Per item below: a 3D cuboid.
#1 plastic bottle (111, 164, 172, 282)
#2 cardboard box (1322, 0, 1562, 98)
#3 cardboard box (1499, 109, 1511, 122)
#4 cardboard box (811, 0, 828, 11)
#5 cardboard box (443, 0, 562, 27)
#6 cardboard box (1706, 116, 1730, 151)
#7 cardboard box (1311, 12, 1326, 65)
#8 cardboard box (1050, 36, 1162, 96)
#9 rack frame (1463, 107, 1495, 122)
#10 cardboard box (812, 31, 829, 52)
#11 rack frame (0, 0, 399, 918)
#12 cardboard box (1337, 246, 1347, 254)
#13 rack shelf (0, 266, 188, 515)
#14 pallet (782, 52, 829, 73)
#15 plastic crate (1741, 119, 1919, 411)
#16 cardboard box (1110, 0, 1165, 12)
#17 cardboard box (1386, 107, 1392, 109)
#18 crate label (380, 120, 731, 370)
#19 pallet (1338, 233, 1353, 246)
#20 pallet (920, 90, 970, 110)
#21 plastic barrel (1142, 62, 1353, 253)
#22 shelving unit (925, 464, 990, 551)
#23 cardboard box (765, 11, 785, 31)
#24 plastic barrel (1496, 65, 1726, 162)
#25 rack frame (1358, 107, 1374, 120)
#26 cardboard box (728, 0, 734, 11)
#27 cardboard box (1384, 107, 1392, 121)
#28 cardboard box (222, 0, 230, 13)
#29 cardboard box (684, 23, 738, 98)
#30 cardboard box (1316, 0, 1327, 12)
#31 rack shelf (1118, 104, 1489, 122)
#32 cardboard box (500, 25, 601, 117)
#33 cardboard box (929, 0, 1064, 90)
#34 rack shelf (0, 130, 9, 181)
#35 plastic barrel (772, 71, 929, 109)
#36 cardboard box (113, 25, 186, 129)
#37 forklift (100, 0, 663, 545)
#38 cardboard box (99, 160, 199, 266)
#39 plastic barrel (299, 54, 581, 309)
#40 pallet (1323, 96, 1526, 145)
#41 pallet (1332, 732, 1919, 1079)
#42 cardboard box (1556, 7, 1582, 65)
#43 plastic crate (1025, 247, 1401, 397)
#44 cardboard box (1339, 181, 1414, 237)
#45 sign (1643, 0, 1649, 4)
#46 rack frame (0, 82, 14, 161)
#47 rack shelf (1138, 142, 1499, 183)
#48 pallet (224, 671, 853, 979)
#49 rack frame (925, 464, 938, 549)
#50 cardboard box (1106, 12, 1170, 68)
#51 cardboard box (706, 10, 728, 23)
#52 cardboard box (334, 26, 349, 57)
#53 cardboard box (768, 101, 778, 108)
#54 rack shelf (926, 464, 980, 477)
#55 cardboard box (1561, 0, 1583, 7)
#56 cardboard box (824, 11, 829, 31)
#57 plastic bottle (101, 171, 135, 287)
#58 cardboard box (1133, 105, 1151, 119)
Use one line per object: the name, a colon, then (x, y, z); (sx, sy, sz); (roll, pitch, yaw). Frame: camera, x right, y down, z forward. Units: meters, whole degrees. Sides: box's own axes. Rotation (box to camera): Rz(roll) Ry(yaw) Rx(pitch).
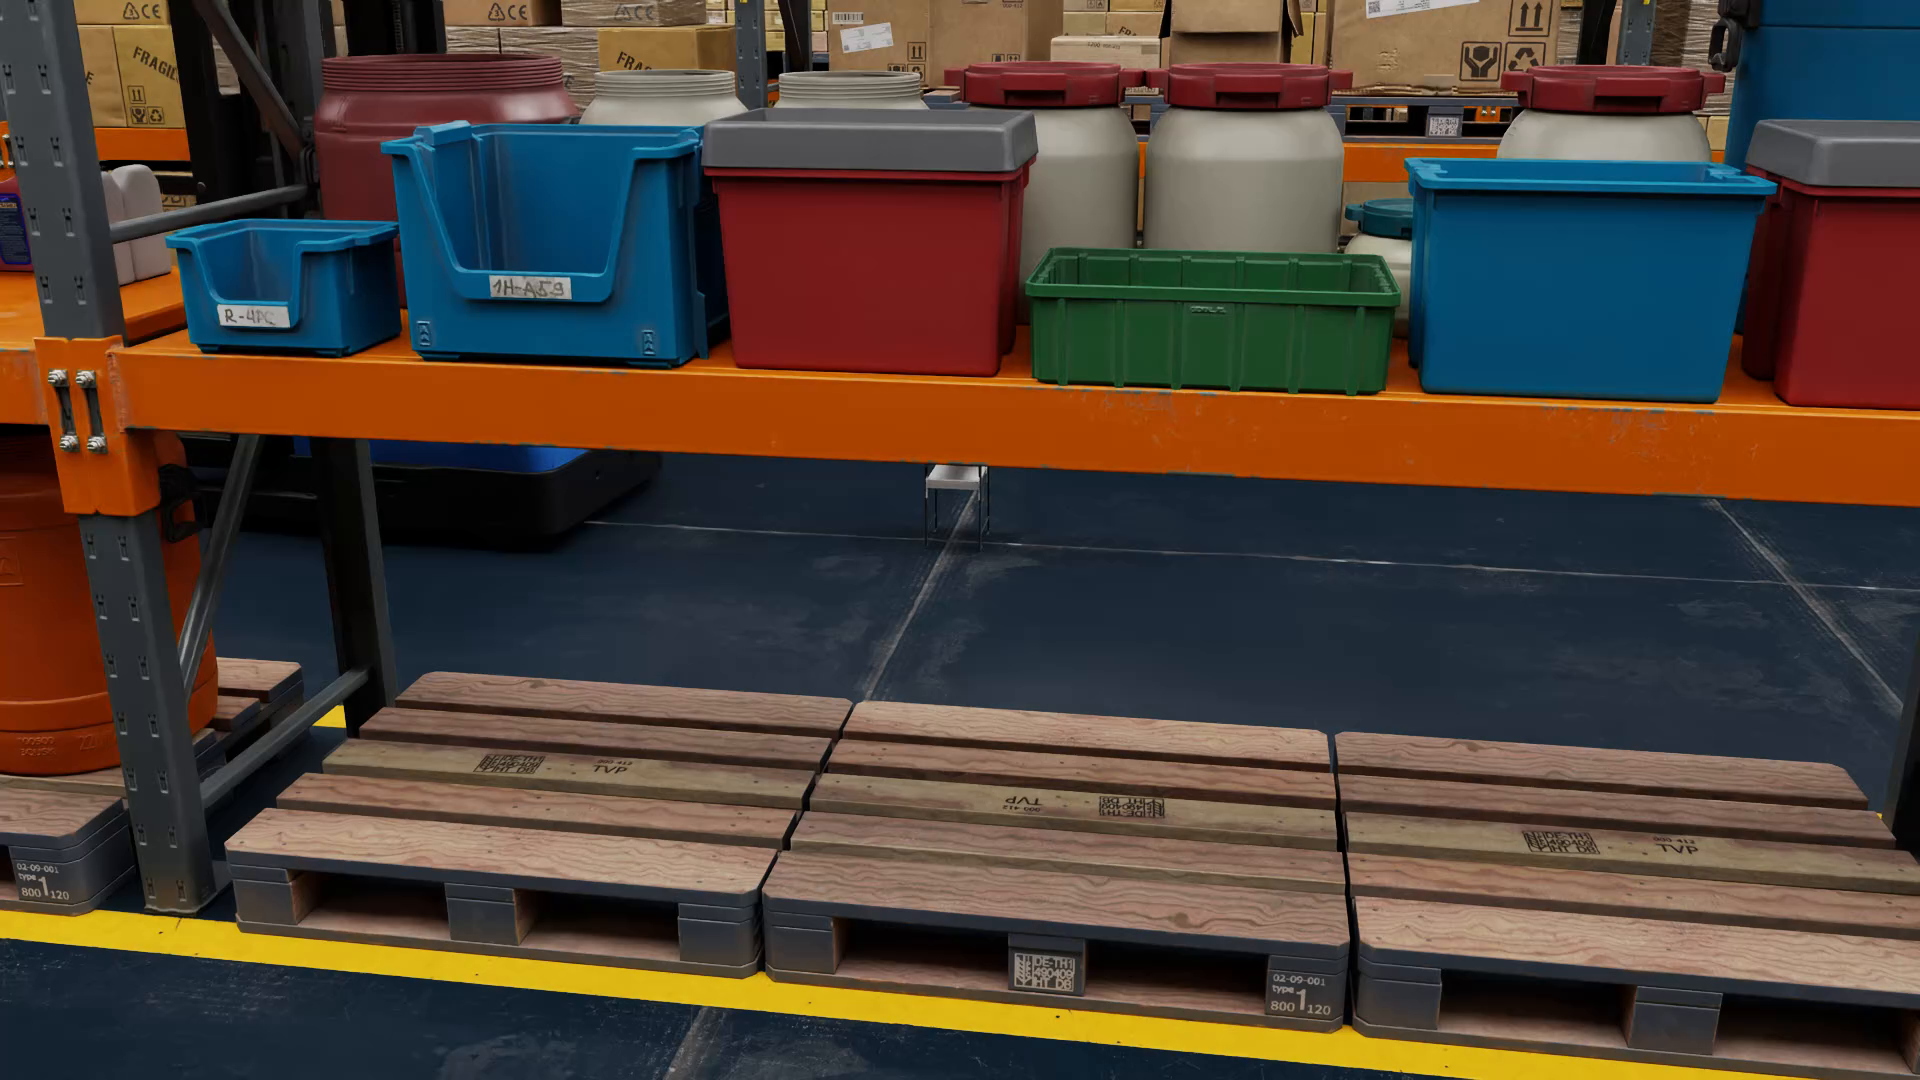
plastic bottle: (-2.083, -0.793, 4.141); (0.135, 0.276, 0.152); (3, 19, 9)
cardboard box: (2.266, -2.647, 7.879); (1.000, 1.000, 1.000); (3, 19, 9)
cardboard box: (4.525, -2.766, 12.529); (0.875, 0.875, 0.875); (3, 19, 9)
cardboard box: (-1.098, -4.099, 12.623); (0.250, 0.149, 0.380); (4, 19, 10)
cardboard box: (-2.284, -2.879, 8.442); (0.637, 0.503, 0.797); (3, 19, 10)
cardboard box: (3.437, -1.838, 7.466); (0.250, 0.149, 0.380); (3, 19, 9)
cardboard box: (2.858, -3.643, 12.307); (0.500, 0.500, 0.500); (3, 19, 8)
cardboard box: (0.697, -2.252, 7.881); (0.500, 0.250, 0.500); (2, 19, 7)
rack frame: (3.915, -3.628, 12.419); (0.127, 3.000, 1.000); (3, 19, 9)
cardboard box: (-1.094, -3.816, 12.715); (0.250, 0.149, 0.380); (3, 19, 10)
rack frame: (-1.707, -0.729, 3.754); (0.127, 3.000, 1.000); (3, 19, 9)
cardboard box: (1.957, -1.170, 8.318); (0.500, 0.500, 0.700); (3, 19, 8)
rack shelf: (-3.682, -0.488, 4.169); (4.000, 0.370, 1.077); (3, 19, 9)
pallet: (-0.755, -3.741, 13.058); (1.003, 0.211, 1.213); (3, 19, 9)
plastic crate: (1.716, -0.486, 2.928); (0.583, 0.464, 0.402); (3, 19, 9)
cardboard box: (1.413, -4.275, 12.619); (0.500, 0.500, 0.700); (3, 19, 8)
cardboard box: (5.812, -5.750, 21.645); (0.500, 0.250, 0.500); (3, 19, 8)
crate label: (-0.769, -0.611, 3.346); (0.616, 0.435, 0.502); (3, 19, 9)
pallet: (3.141, -2.321, 12.907); (1.213, 0.211, 1.003); (3, 19, 9)
pallet: (-0.201, -2.187, 8.414); (1.003, 0.211, 1.213); (3, 19, 9)
plastic barrel: (0.608, -0.746, 3.590); (0.433, 0.535, 0.433); (0, 18, 0)
shelving unit: (-0.008, -0.427, 6.162); (0.210, 0.900, 0.258); (3, 19, 9)
cardboard box: (-1.366, -3.971, 12.708); (0.250, 0.149, 0.380); (3, 19, 9)
plastic barrel: (1.333, -0.709, 3.480); (0.433, 0.535, 0.433); (0, 18, 0)
rack frame: (5.384, -6.739, 21.717); (0.127, 3.000, 1.000); (3, 19, 9)
cardboard box: (-1.599, -4.125, 12.701); (0.250, 0.149, 0.380); (3, 19, 9)
cardboard box: (5.809, -5.506, 21.704); (0.500, 0.250, 0.500); (3, 19, 9)
cardboard box: (-3.563, -2.937, 8.616); (0.637, 0.503, 0.797); (3, 19, 9)
cardboard box: (-1.358, -2.438, 8.703); (0.500, 0.500, 0.500); (3, 19, 10)
cardboard box: (2.915, -4.198, 12.389); (0.500, 0.500, 0.700); (3, 19, 8)
rack shelf: (1.940, -3.387, 12.834); (4.000, 0.370, 1.077); (3, 19, 9)
cardboard box: (-1.939, -2.302, 8.298); (0.500, 0.500, 0.500); (3, 19, 8)
cardboard box: (0.185, -2.516, 8.275); (0.500, 0.500, 0.700); (6, 19, 17)
rack shelf: (-6.845, -2.241, 9.408); (4.000, 0.370, 1.077); (3, 19, 9)
plastic barrel: (-0.241, -0.776, 3.718); (0.421, 0.512, 0.421); (0, 18, 0)
cardboard box: (-3.960, -2.403, 8.599); (0.500, 0.500, 0.500); (3, 19, 9)
forklift: (-2.822, -1.609, 6.493); (3.031, 2.935, 1.130); (5, 19, 14)
cardboard box: (-4.236, -1.647, 9.186); (0.875, 0.875, 1.225); (3, 19, 9)
plastic barrel: (-1.201, -0.865, 3.946); (0.708, 0.536, 0.600); (3, 19, 9)
pallet: (2.297, -2.072, 8.071); (1.213, 0.211, 1.003); (3, 19, 9)
pallet: (1.461, 0.768, 3.676); (1.213, 0.211, 1.003); (3, 19, 9)
cardboard box: (4.281, -3.684, 12.351); (0.550, 0.550, 0.875); (3, 19, 9)
plastic crate: (0.478, -0.426, 3.183); (0.662, 0.188, 0.450); (3, 19, 9)
cardboard box: (3.287, -2.763, 12.718); (0.750, 0.750, 1.050); (3, 19, 8)
sign: (2.944, -2.454, 7.086); (0.005, 0.325, 0.100); (3, 19, 9)
rack frame: (-4.871, -2.482, 8.993); (0.127, 3.000, 1.000); (3, 19, 9)
rack shelf: (1.053, -1.839, 8.205); (4.000, 0.370, 1.077); (3, 19, 9)
pallet: (-0.948, 0.645, 4.043); (1.213, 0.211, 1.003); (3, 19, 9)
rack frame: (-0.108, -0.432, 6.177); (0.006, 0.900, 0.240); (3, 19, 9)
cardboard box: (1.366, -3.719, 12.534); (0.500, 0.500, 0.500); (3, 19, 9)
cardboard box: (-1.869, -3.997, 12.786); (0.250, 0.149, 0.380); (3, 19, 10)
cardboard box: (-2.955, -2.353, 8.451); (0.500, 0.500, 0.500); (3, 19, 10)
cardboard box: (-1.781, -4.729, 18.396); (0.875, 0.875, 0.875); (3, 19, 10)
rack shelf: (-0.008, -0.310, 6.201); (0.200, 0.077, 0.258); (3, 19, 9)
cardboard box: (4.273, -4.182, 12.136); (0.550, 0.550, 0.875); (3, 19, 9)
cardboard box: (-0.859, -3.945, 12.633); (0.250, 0.149, 0.380); (4, 19, 11)
plastic bottle: (-2.107, -0.745, 3.999); (0.135, 0.276, 0.152); (3, 19, 9)
cardboard box: (2.694, -5.947, 22.431); (0.625, 0.625, 0.875); (4, 19, 10)
